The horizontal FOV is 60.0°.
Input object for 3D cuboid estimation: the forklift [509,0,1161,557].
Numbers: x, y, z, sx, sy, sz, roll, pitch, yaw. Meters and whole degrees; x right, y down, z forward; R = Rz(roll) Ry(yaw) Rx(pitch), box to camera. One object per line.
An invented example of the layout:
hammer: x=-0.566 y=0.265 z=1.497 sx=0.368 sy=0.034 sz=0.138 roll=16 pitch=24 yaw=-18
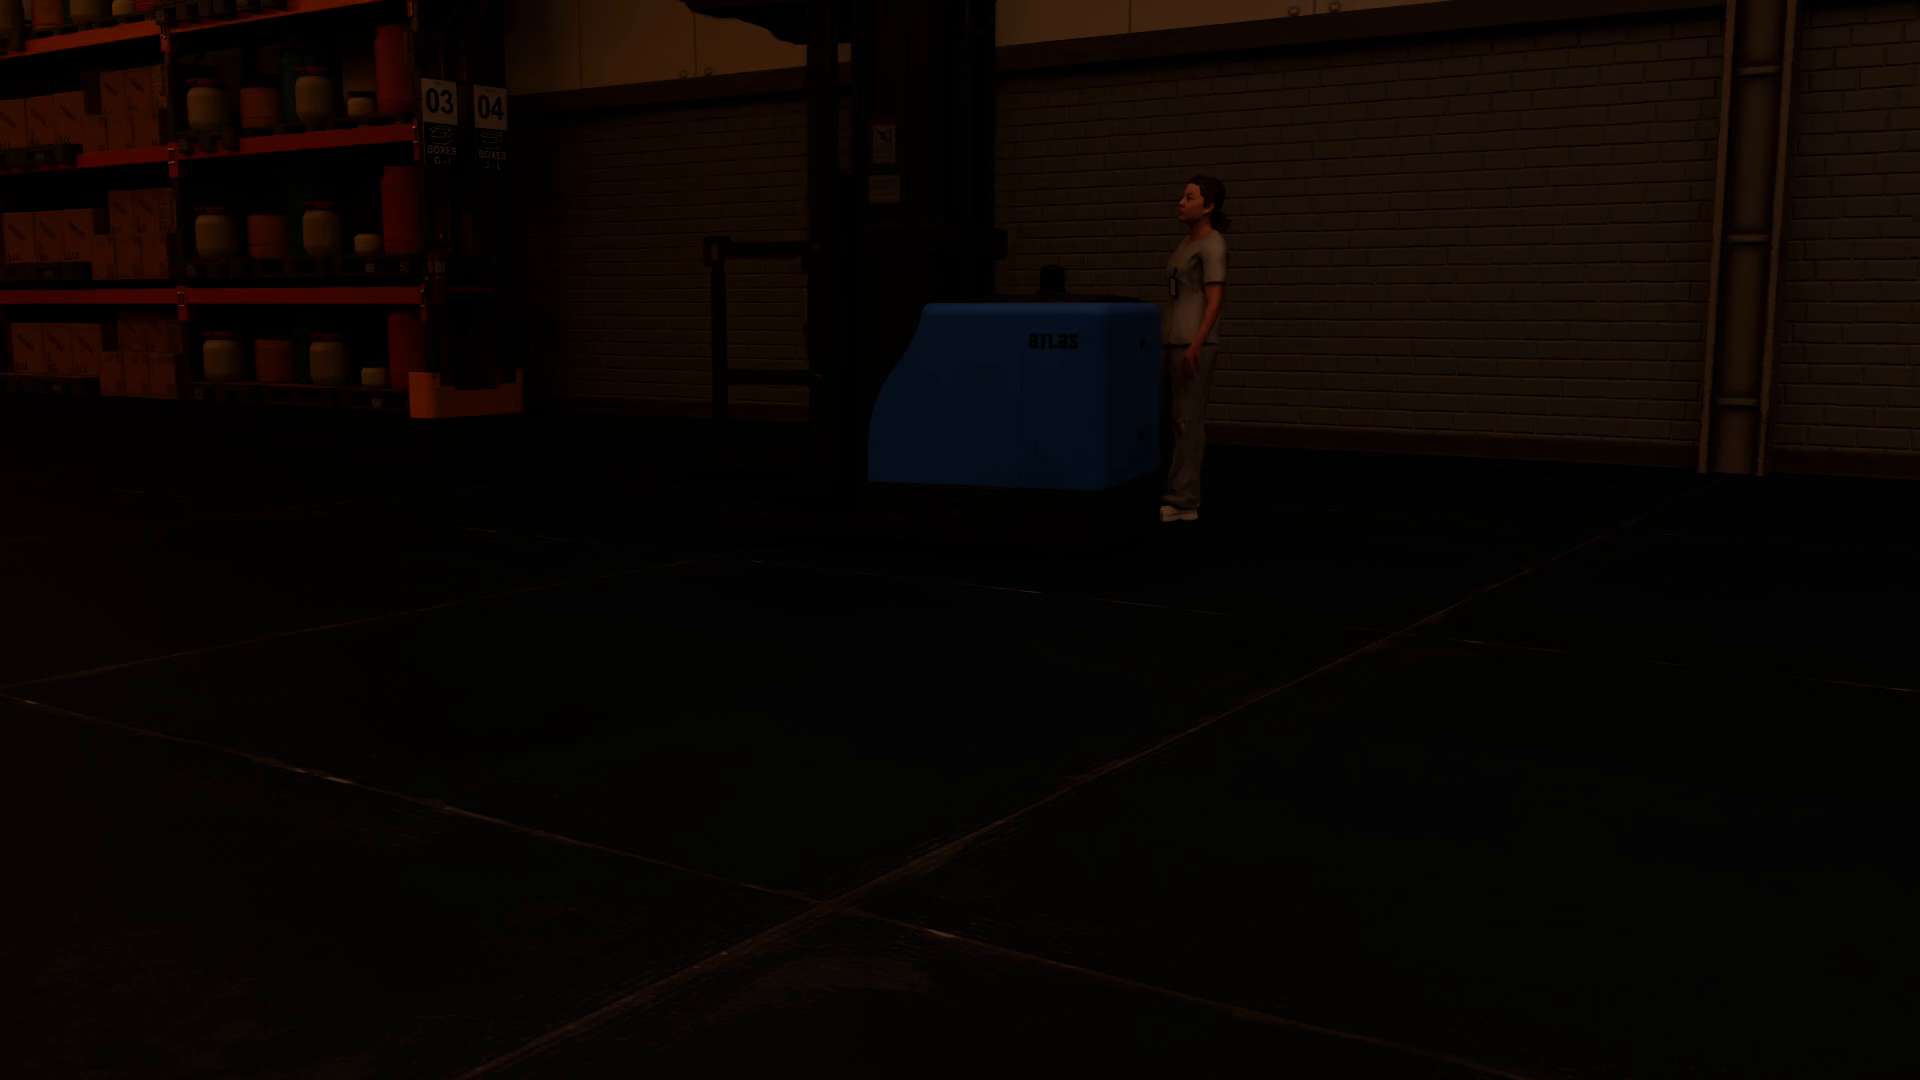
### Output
forklift: x=-0.643 y=-1.484 z=7.626 sx=3.031 sy=2.935 sz=1.130 roll=3 pitch=9 yaw=20

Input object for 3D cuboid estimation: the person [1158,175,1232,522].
person: x=1.037 y=-0.923 z=8.091 sx=0.548 sy=1.673 sz=0.549 roll=-2 pitch=8 yaw=-12
